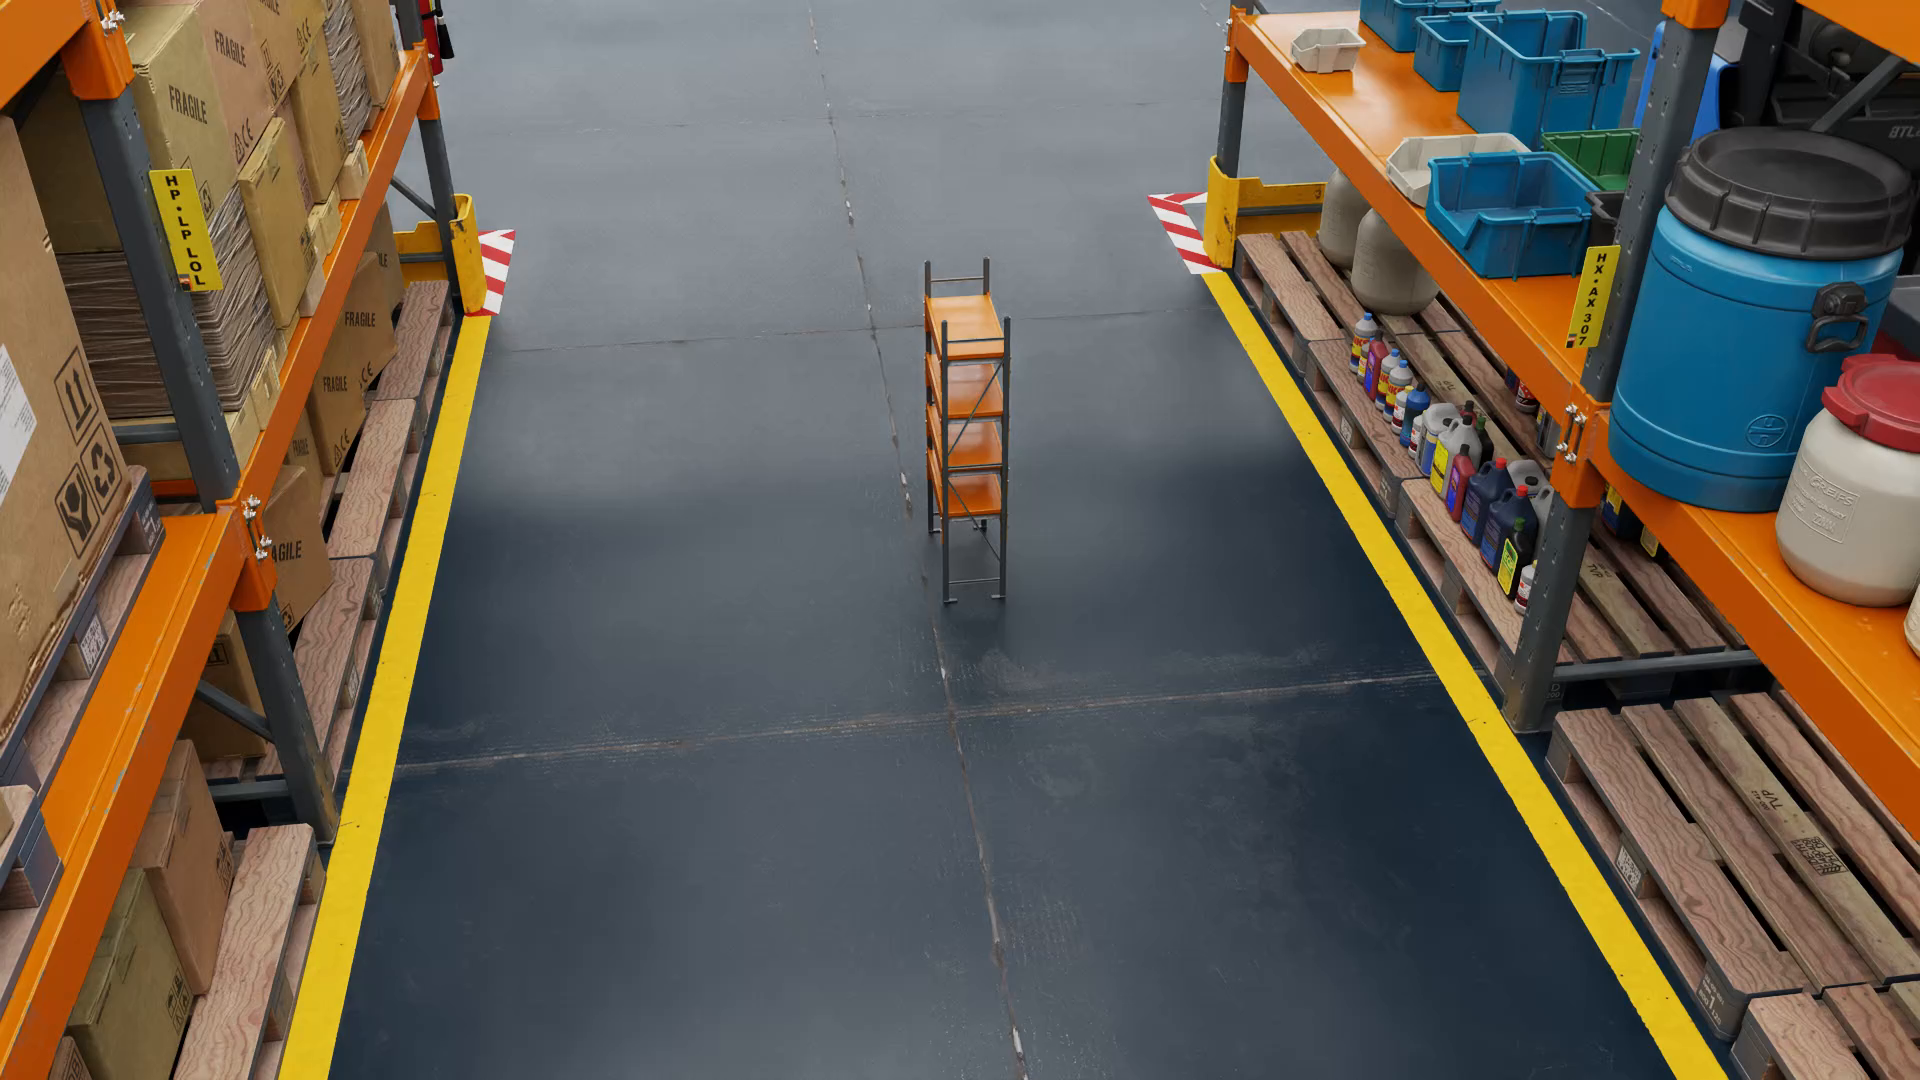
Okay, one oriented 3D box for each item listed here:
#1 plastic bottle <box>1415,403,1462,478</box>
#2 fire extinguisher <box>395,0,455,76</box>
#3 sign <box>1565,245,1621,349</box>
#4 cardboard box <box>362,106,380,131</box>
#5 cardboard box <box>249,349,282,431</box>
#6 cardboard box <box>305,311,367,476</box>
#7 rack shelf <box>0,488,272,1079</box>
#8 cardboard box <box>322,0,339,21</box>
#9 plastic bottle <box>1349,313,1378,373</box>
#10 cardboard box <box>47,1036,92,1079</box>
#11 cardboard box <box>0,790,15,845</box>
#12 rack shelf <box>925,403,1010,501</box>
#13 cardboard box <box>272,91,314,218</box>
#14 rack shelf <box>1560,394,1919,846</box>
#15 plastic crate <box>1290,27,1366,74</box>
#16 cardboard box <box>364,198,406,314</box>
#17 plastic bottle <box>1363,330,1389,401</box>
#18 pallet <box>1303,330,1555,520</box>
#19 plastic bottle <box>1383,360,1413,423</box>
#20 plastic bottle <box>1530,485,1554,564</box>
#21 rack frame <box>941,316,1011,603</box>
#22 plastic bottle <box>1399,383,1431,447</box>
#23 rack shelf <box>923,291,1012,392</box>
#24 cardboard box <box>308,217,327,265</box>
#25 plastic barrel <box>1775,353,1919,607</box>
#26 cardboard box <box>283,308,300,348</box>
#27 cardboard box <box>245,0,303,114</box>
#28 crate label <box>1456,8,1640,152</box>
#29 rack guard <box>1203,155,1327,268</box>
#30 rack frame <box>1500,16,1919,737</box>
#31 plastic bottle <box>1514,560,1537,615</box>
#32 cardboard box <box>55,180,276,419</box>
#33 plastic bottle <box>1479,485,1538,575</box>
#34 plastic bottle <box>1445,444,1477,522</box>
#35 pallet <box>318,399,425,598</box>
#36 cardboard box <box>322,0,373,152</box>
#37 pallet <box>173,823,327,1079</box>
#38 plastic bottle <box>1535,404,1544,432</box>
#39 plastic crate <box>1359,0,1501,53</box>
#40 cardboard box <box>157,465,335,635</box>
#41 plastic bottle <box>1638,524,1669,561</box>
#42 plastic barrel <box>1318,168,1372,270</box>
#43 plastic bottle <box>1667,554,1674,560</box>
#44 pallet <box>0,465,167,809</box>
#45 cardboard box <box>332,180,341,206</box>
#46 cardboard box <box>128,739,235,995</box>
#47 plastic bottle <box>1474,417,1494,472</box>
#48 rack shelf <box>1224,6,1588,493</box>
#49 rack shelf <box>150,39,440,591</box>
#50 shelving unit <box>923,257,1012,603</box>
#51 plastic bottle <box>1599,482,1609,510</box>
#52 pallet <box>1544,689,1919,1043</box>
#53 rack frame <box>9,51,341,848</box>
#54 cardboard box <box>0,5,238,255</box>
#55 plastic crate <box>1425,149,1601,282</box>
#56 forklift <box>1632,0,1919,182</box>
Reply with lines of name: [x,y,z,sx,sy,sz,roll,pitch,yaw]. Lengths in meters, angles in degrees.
plastic bottle: [1.945,-0.404,6.708,0.152,0.276,0.135,-4,34,-6]
fire extinguisher: [-2.600,-2.556,7.906,0.296,0.674,0.183,-4,35,-6]
sign: [1.858,-0.711,4.884,0.100,0.325,0.005,-4,35,-6]
cardboard box: [-2.662,-1.826,6.989,0.380,0.149,0.250,-4,35,-6]
cardboard box: [-2.255,-0.437,4.950,0.380,0.149,0.250,-4,35,-6]
cardboard box: [-2.794,-0.598,6.811,0.500,0.500,0.500,-1,34,-2]
rack shelf: [-2.234,1.156,3.029,1.077,0.370,4.000,-4,35,-6]
cardboard box: [-2.585,-2.221,6.104,0.500,0.500,0.500,-4,35,-6]
plastic bottle: [1.802,-0.883,7.415,0.097,0.271,0.097,0,34,0]
cardboard box: [-2.321,1.518,3.688,0.700,0.500,0.500,-7,35,-10]
cardboard box: [-2.179,0.487,2.907,0.797,0.503,0.637,-1,34,-1]
rack shelf: [0.022,-0.348,6.314,0.258,0.148,0.480,-4,35,-6]
cardboard box: [-2.702,-1.230,5.539,0.875,0.500,0.500,-4,35,-6]
rack shelf: [2.674,0.781,3.579,1.077,0.370,4.000,-4,35,-6]
plastic crate: [1.668,-2.232,7.595,0.298,0.136,0.250,-4,35,-6]
cardboard box: [-2.974,-1.280,7.812,0.500,0.500,0.500,2,34,2]
plastic bottle: [1.814,-0.761,7.224,0.061,0.283,0.133,-4,34,-6]
pallet: [2.188,-0.540,7.355,1.003,0.211,1.213,-4,35,-6]
plastic bottle: [1.861,-0.636,7.052,0.097,0.271,0.097,0,34,0]
plastic bottle: [2.175,-0.068,6.148,0.144,0.351,0.185,-4,35,-6]
rack frame: [0.055,-0.267,6.077,0.240,1.200,0.015,-4,35,-6]
plastic bottle: [1.889,-0.523,6.886,0.097,0.271,0.097,0,34,0]
rack shelf: [0.022,-0.728,6.055,0.258,0.148,0.480,-4,35,-6]
cardboard box: [-2.427,-0.992,5.765,0.380,0.149,0.250,-4,35,-6]
plastic barrel: [2.316,-0.138,4.168,0.433,0.535,0.433,0,34,0]
cardboard box: [-2.359,-0.713,5.355,0.380,0.149,0.250,-4,35,-6]
cardboard box: [-2.447,-1.663,5.286,0.500,0.500,0.500,-4,35,-6]
crate label: [2.382,-1.872,6.802,0.502,0.435,0.616,-4,35,-6]
rack guard: [1.924,-1.793,8.936,1.175,0.500,0.348,-4,35,-6]
rack frame: [2.405,-0.632,5.014,1.000,3.000,0.127,-4,35,-6]
plastic bottle: [2.047,0.164,5.941,0.097,0.201,0.097,0,34,0]
cardboard box: [-2.502,-0.677,4.727,0.875,0.500,0.500,-4,35,-6]
plastic bottle: [2.033,-0.057,6.131,0.144,0.351,0.185,-5,35,-8]
plastic bottle: [1.943,-0.224,6.436,0.061,0.283,0.133,-2,34,-3]
pallet: [-2.796,-0.159,6.796,1.003,0.211,1.213,-4,35,-6]
cardboard box: [-2.784,-1.792,6.363,0.875,0.500,0.500,-4,35,-6]
pallet: [-2.397,1.330,4.612,1.003,0.211,1.213,-4,35,-6]
plastic bottle: [2.486,-0.552,6.991,0.097,0.201,0.097,0,34,0]
plastic crate: [2.231,-2.546,7.955,0.499,0.251,0.616,-4,35,-6]
cardboard box: [-2.602,0.057,5.849,0.500,0.500,0.500,6,35,9]
plastic bottle: [2.620,-0.072,6.214,0.061,0.283,0.133,-4,35,-6]
plastic barrel: [2.031,-1.648,8.341,0.421,0.512,0.421,0,34,0]
plastic bottle: [2.726,-0.078,6.229,0.152,0.276,0.135,-3,34,-5]
pallet: [-2.545,0.260,3.876,1.003,0.211,1.213,-4,35,-6]
cardboard box: [-2.528,-1.268,6.170,0.380,0.149,0.250,-4,35,-6]
cardboard box: [-2.442,0.938,4.539,0.700,0.500,0.500,-7,35,-10]
plastic bottle: [2.061,-0.339,6.605,0.061,0.283,0.133,-4,35,-6]
rack shelf: [2.136,-1.451,6.854,1.077,0.370,4.000,-4,35,-6]
rack shelf: [-2.772,-1.076,6.304,1.077,0.370,4.000,-4,35,-6]
shelving unit: [0.022,-0.403,6.277,0.258,1.200,0.503,-4,35,-6]
plastic bottle: [2.568,-0.240,6.471,0.097,0.271,0.097,0,34,0]
pallet: [2.549,0.955,5.161,1.003,0.211,1.213,-4,35,-6]
rack frame: [-2.503,-0.257,4.464,1.000,3.000,0.127,-4,35,-6]
cardboard box: [-2.312,-1.105,4.467,0.500,0.500,0.500,-4,35,-6]
plastic crate: [1.987,-1.168,5.932,0.499,0.251,0.616,-4,35,-6]
forklift: [4.381,-2.337,7.576,1.130,2.935,3.031,-3,34,-4]
